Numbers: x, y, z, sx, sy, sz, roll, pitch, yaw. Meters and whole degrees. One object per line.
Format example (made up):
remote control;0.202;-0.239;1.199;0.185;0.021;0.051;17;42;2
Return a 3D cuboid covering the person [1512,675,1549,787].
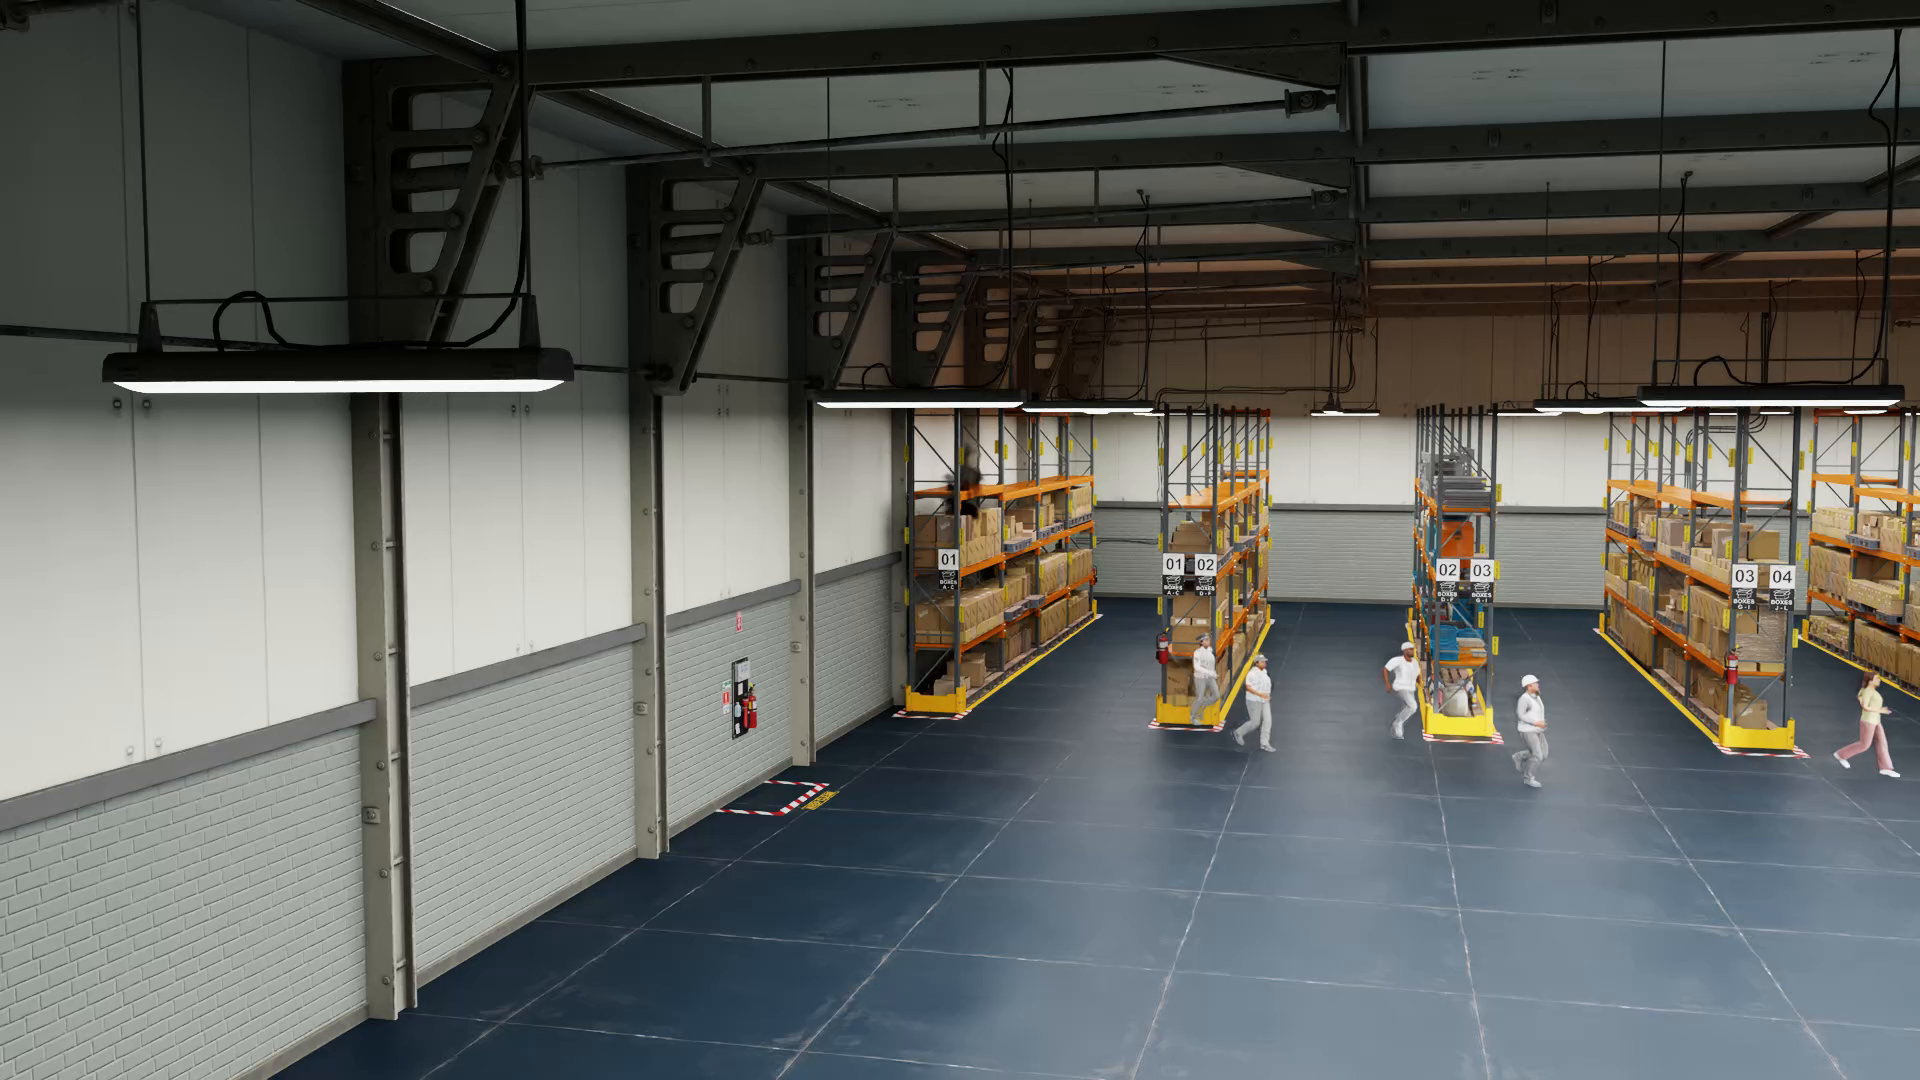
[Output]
person;8.925;2.972;26.032;0.609;1.735;0.691;4;5;40

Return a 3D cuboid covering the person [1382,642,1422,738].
person;8.010;2.687;29.793;0.712;1.714;0.609;-3;5;-32

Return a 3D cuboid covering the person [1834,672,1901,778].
person;14.565;2.936;26.656;0.964;1.667;0.583;4;5;41

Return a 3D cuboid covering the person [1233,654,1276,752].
person;5.139;2.806;28.826;0.764;1.668;0.630;4;6;44

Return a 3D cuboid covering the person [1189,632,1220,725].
person;4.374;2.460;29.496;0.650;1.668;0.644;-3;5;-40
